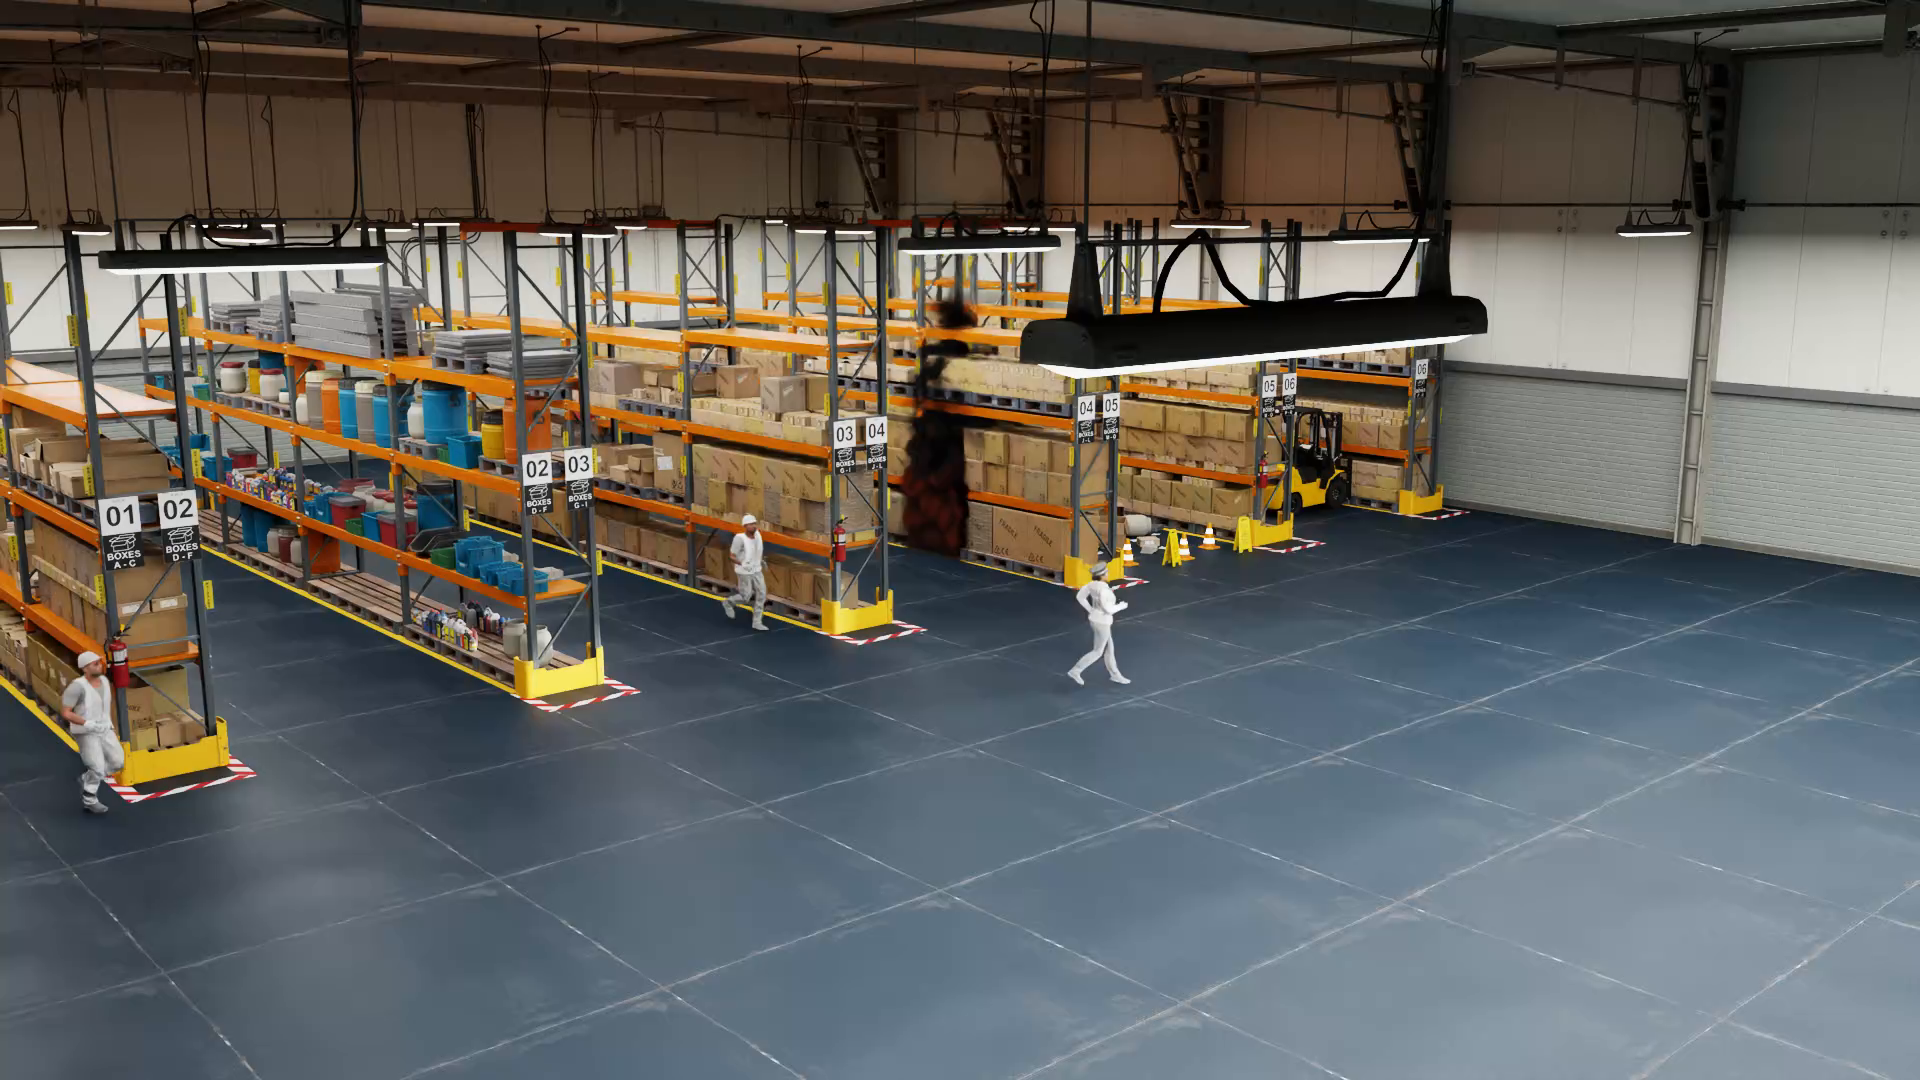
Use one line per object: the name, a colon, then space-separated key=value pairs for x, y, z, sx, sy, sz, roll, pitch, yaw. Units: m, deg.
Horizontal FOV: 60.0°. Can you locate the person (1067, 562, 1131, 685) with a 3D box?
person: x=1.847 y=1.119 z=21.935 sx=0.920 sy=1.701 sz=0.612 roll=-3 pitch=12 yaw=-15

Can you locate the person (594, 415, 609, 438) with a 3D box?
person: x=-8.934 y=-2.720 z=41.088 sx=0.929 sy=1.670 sz=0.674 roll=-9 pitch=14 yaw=-37

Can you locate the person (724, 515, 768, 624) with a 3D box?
person: x=-3.117 y=0.454 z=25.026 sx=0.538 sy=1.687 sz=0.671 roll=10 pitch=15 yaw=40

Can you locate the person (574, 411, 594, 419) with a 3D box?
person: x=-9.313 y=-2.611 z=40.830 sx=0.703 sy=1.592 sz=0.867 roll=11 pitch=16 yaw=44

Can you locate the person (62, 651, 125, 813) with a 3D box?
person: x=-9.114 y=2.021 z=17.536 sx=0.591 sy=1.737 sz=0.667 roll=3 pitch=12 yaw=15
